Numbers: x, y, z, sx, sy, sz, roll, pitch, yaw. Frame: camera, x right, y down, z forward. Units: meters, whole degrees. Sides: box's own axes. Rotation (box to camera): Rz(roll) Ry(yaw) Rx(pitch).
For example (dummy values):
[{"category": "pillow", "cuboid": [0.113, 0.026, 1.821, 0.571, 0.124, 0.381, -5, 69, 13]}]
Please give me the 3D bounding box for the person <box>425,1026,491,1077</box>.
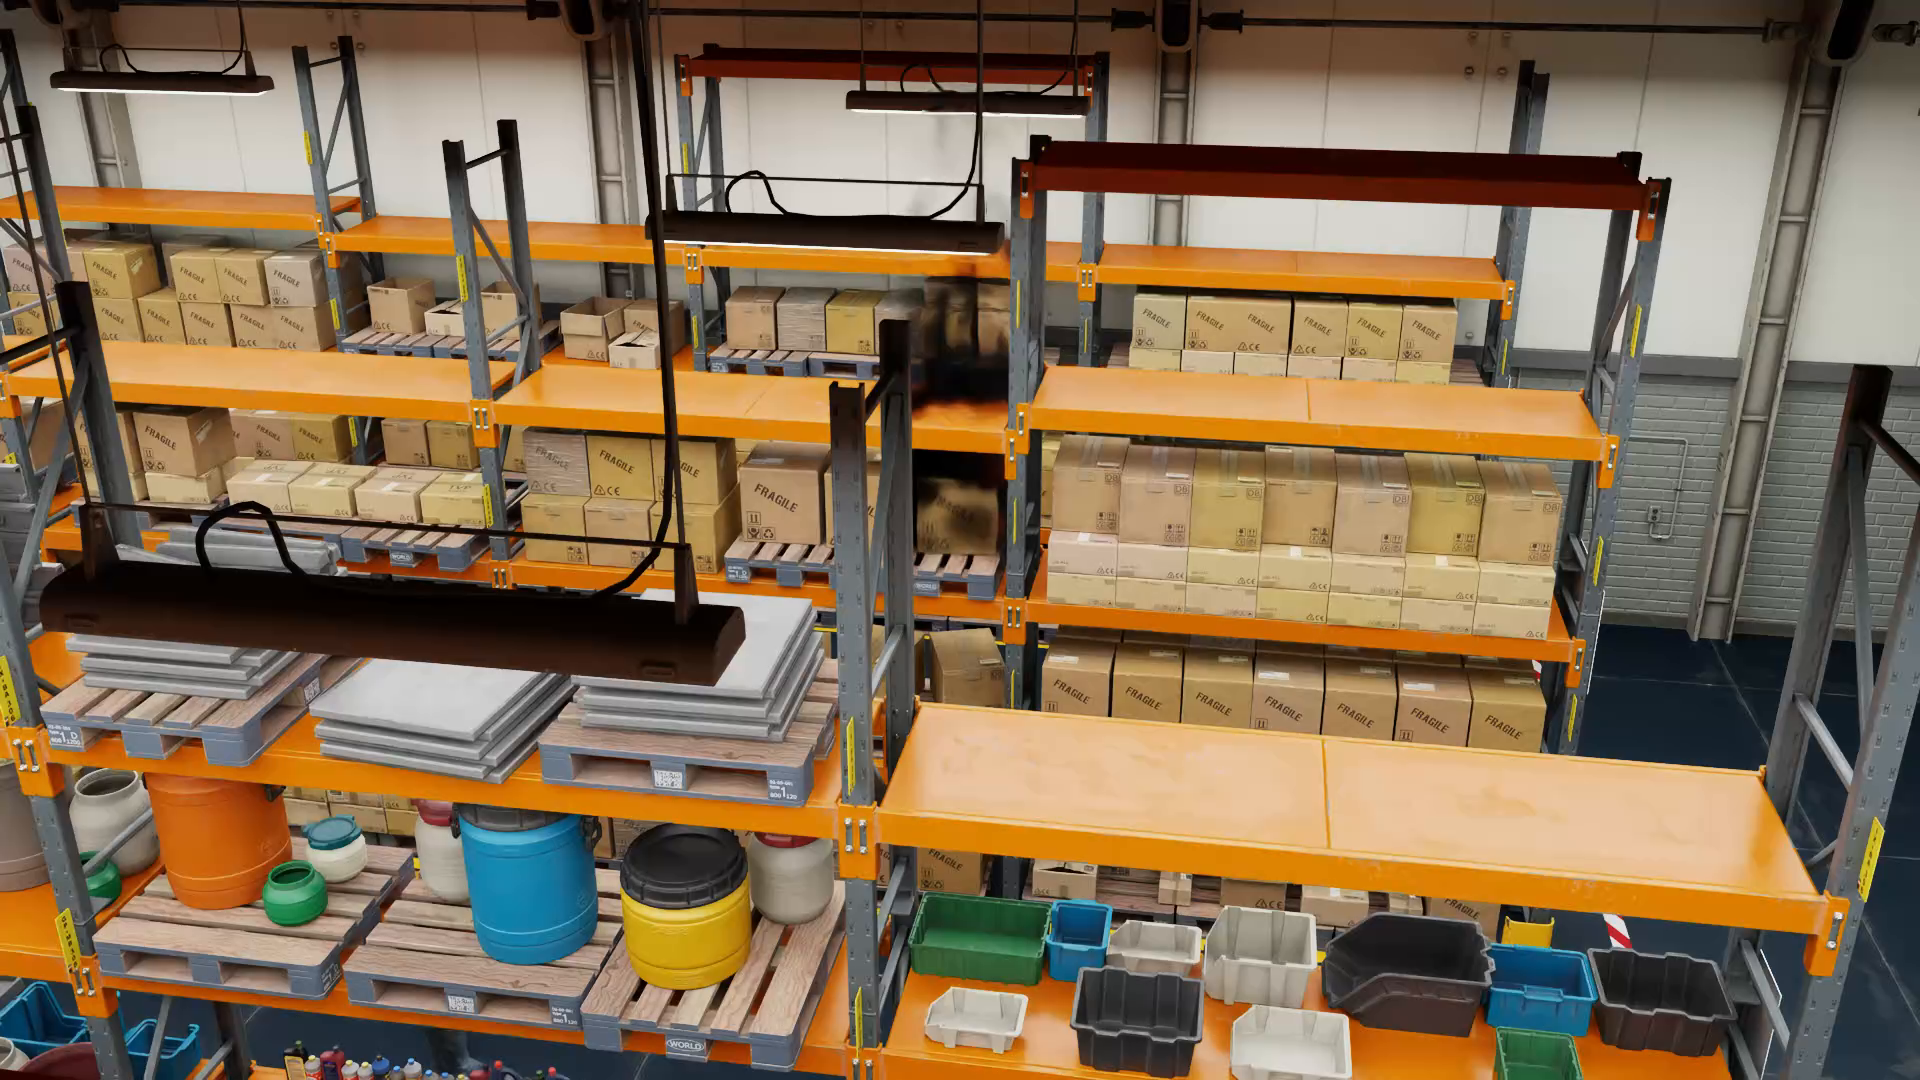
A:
[{"category": "person", "cuboid": [-3.321, 3.074, 10.867, 0.922, 1.779, 0.702, 6, 24, 13]}]
